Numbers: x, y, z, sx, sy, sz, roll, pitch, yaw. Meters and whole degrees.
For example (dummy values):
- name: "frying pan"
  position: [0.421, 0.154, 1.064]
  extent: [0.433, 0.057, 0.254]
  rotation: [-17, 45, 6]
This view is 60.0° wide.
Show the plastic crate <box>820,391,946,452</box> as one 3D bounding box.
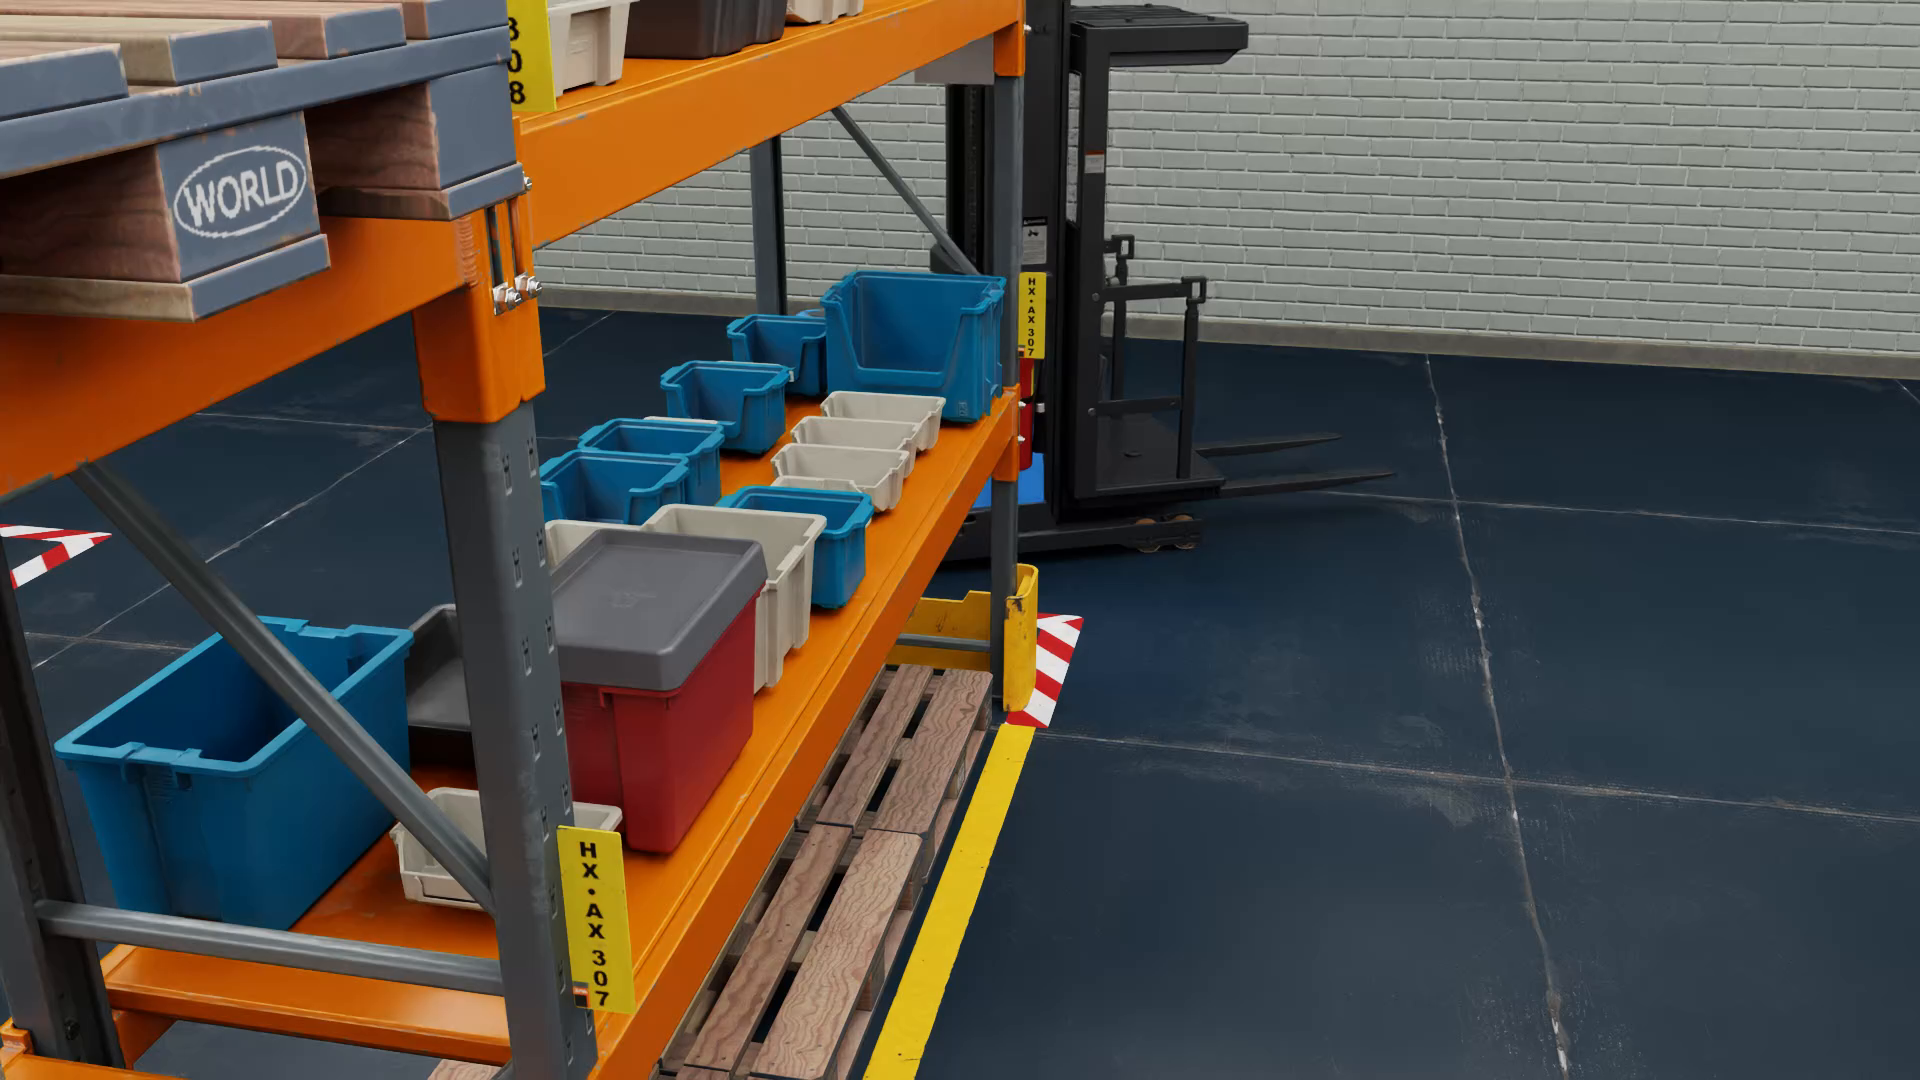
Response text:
- name: "plastic crate"
  position: [-0.262, -0.390, 5.580]
  extent: [0.396, 0.136, 0.243]
  rotation: [4, 22, 11]

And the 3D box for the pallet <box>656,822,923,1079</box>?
- name: "pallet"
  position: [-0.731, 1.240, 4.991]
  extent: [1.003, 0.211, 1.213]
  rotation: [4, 22, 11]

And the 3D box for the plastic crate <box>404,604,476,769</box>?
- name: "plastic crate"
  position: [-1.124, 0.336, 3.791]
  extent: [0.437, 0.125, 0.590]
  rotation: [4, 22, 11]

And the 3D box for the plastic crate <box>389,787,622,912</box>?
- name: "plastic crate"
  position: [-0.855, 0.601, 3.118]
  extent: [0.396, 0.136, 0.243]
  rotation: [4, 22, 11]

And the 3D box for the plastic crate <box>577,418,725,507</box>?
- name: "plastic crate"
  position: [-0.915, -0.200, 4.979]
  extent: [0.416, 0.233, 0.300]
  rotation: [4, 22, 11]

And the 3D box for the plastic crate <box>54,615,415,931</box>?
- name: "plastic crate"
  position: [-1.328, 0.449, 3.164]
  extent: [0.392, 0.384, 0.575]
  rotation: [4, 22, 11]

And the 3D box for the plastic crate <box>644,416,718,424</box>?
- name: "plastic crate"
  position: [-0.931, -0.278, 5.301]
  extent: [0.250, 0.136, 0.298]
  rotation: [4, 22, 11]

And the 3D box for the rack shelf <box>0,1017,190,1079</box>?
- name: "rack shelf"
  position: [-1.498, 1.731, 1.002]
  extent: [1.077, 0.370, 4.000]
  rotation: [4, 22, 11]

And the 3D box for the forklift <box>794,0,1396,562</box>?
- name: "forklift"
  position: [0.714, -1.481, 8.108]
  extent: [3.031, 2.935, 1.130]
  rotation: [-5, 23, -13]

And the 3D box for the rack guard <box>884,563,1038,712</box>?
- name: "rack guard"
  position: [-0.281, 0.353, 6.808]
  extent: [1.175, 0.500, 0.348]
  rotation: [4, 22, 11]

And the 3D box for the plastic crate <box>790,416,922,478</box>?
- name: "plastic crate"
  position: [-0.336, -0.285, 5.319]
  extent: [0.396, 0.136, 0.243]
  rotation: [4, 22, 11]

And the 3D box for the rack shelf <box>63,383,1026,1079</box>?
- name: "rack shelf"
  position: [-0.681, 0.269, 4.635]
  extent: [1.077, 0.370, 4.000]
  rotation: [4, 22, 11]

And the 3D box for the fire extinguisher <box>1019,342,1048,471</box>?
- name: "fire extinguisher"
  position: [0.202, -0.608, 6.451]
  extent: [0.296, 0.674, 0.183]
  rotation: [4, 22, 11]

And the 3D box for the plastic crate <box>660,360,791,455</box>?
- name: "plastic crate"
  position: [-0.780, -0.441, 5.577]
  extent: [0.416, 0.233, 0.300]
  rotation: [4, 22, 11]

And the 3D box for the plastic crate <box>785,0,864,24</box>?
- name: "plastic crate"
  position: [-0.452, -1.291, 3.882]
  extent: [0.437, 0.136, 0.530]
  rotation: [4, 22, 11]

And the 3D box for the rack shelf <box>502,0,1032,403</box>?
- name: "rack shelf"
  position: [-0.681, -1.123, 4.074]
  extent: [1.077, 0.370, 4.000]
  rotation: [4, 22, 11]

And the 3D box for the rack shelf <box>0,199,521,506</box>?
- name: "rack shelf"
  position: [-1.498, 0.340, 0.442]
  extent: [1.077, 0.370, 4.000]
  rotation: [4, 22, 11]

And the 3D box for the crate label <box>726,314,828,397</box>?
- name: "crate label"
  position: [-0.646, -0.682, 6.175]
  extent: [0.416, 0.233, 0.303]
  rotation: [4, 22, 11]

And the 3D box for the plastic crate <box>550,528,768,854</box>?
- name: "plastic crate"
  position: [-0.662, 0.301, 3.424]
  extent: [0.402, 0.464, 0.583]
  rotation: [4, 22, 11]

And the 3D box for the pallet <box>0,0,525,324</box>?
- name: "pallet"
  position: [-1.154, -0.343, 1.429]
  extent: [1.213, 0.211, 1.003]
  rotation: [4, 22, 11]

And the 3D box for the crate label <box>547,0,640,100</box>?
- name: "crate label"
  position: [-0.707, -0.760, 2.563]
  extent: [0.293, 0.136, 0.466]
  rotation: [4, 22, 11]

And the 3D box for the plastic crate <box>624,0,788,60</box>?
- name: "plastic crate"
  position: [-0.568, -1.098, 3.224]
  extent: [0.497, 0.269, 0.590]
  rotation: [4, 22, 11]

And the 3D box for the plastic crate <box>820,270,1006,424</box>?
- name: "plastic crate"
  position: [-0.159, -0.704, 5.959]
  extent: [0.616, 0.435, 0.499]
  rotation: [4, 22, 11]

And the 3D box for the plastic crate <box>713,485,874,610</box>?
- name: "plastic crate"
  position: [-0.441, 0.024, 4.423]
  extent: [0.416, 0.233, 0.300]
  rotation: [4, 22, 11]

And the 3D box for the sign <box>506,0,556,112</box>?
- name: "sign"
  position: [-0.551, -0.687, 2.016]
  extent: [0.100, 0.325, 0.005]
  rotation: [4, 22, 11]

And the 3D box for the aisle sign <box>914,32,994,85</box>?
- name: "aisle sign"
  position: [0.028, -2.006, 5.841]
  extent: [0.394, 0.787, 0.004]
  rotation: [4, 22, 11]

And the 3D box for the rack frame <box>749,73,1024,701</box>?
- name: "rack frame"
  position: [-0.273, -0.797, 6.316]
  extent: [1.000, 3.000, 0.127]
  rotation: [4, 22, 11]

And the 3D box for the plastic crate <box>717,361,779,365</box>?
- name: "plastic crate"
  position: [-0.792, -0.526, 5.917]
  extent: [0.250, 0.136, 0.298]
  rotation: [4, 22, 11]

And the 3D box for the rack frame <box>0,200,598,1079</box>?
- name: "rack frame"
  position: [-1.086, 0.667, 2.683]
  extent: [0.949, 2.616, 0.053]
  rotation: [4, 22, 11]

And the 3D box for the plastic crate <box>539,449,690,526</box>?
- name: "plastic crate"
  position: [-0.976, -0.090, 4.706]
  extent: [0.416, 0.233, 0.300]
  rotation: [4, 22, 11]

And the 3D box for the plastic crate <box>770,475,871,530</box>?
- name: "plastic crate"
  position: [-0.411, -0.072, 4.789]
  extent: [0.298, 0.136, 0.250]
  rotation: [4, 22, 11]

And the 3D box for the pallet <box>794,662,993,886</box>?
- name: "pallet"
  position: [-0.480, 0.796, 6.096]
  extent: [1.003, 0.211, 1.213]
  rotation: [4, 22, 11]

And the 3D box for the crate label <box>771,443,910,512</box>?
- name: "crate label"
  position: [-0.369, -0.181, 5.062]
  extent: [0.396, 0.136, 0.243]
  rotation: [4, 22, 11]

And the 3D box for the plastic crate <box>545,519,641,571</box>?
- name: "plastic crate"
  position: [-1.028, 0.101, 4.360]
  extent: [0.293, 0.136, 0.466]
  rotation: [4, 22, 11]

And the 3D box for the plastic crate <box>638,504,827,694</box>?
- name: "plastic crate"
  position: [-0.598, 0.149, 4.047]
  extent: [0.437, 0.282, 0.530]
  rotation: [4, 22, 11]

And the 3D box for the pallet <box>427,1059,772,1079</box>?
- name: "pallet"
  position: [-0.977, 1.688, 3.880]
  extent: [1.003, 0.211, 1.213]
  rotation: [4, 22, 11]

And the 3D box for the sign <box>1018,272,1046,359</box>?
- name: "sign"
  position: [0.269, -0.836, 6.196]
  extent: [0.100, 0.325, 0.005]
  rotation: [4, 22, 11]

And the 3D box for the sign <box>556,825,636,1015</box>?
- name: "sign"
  position: [-0.551, 0.581, 2.527]
  extent: [0.100, 0.325, 0.005]
  rotation: [4, 22, 11]
